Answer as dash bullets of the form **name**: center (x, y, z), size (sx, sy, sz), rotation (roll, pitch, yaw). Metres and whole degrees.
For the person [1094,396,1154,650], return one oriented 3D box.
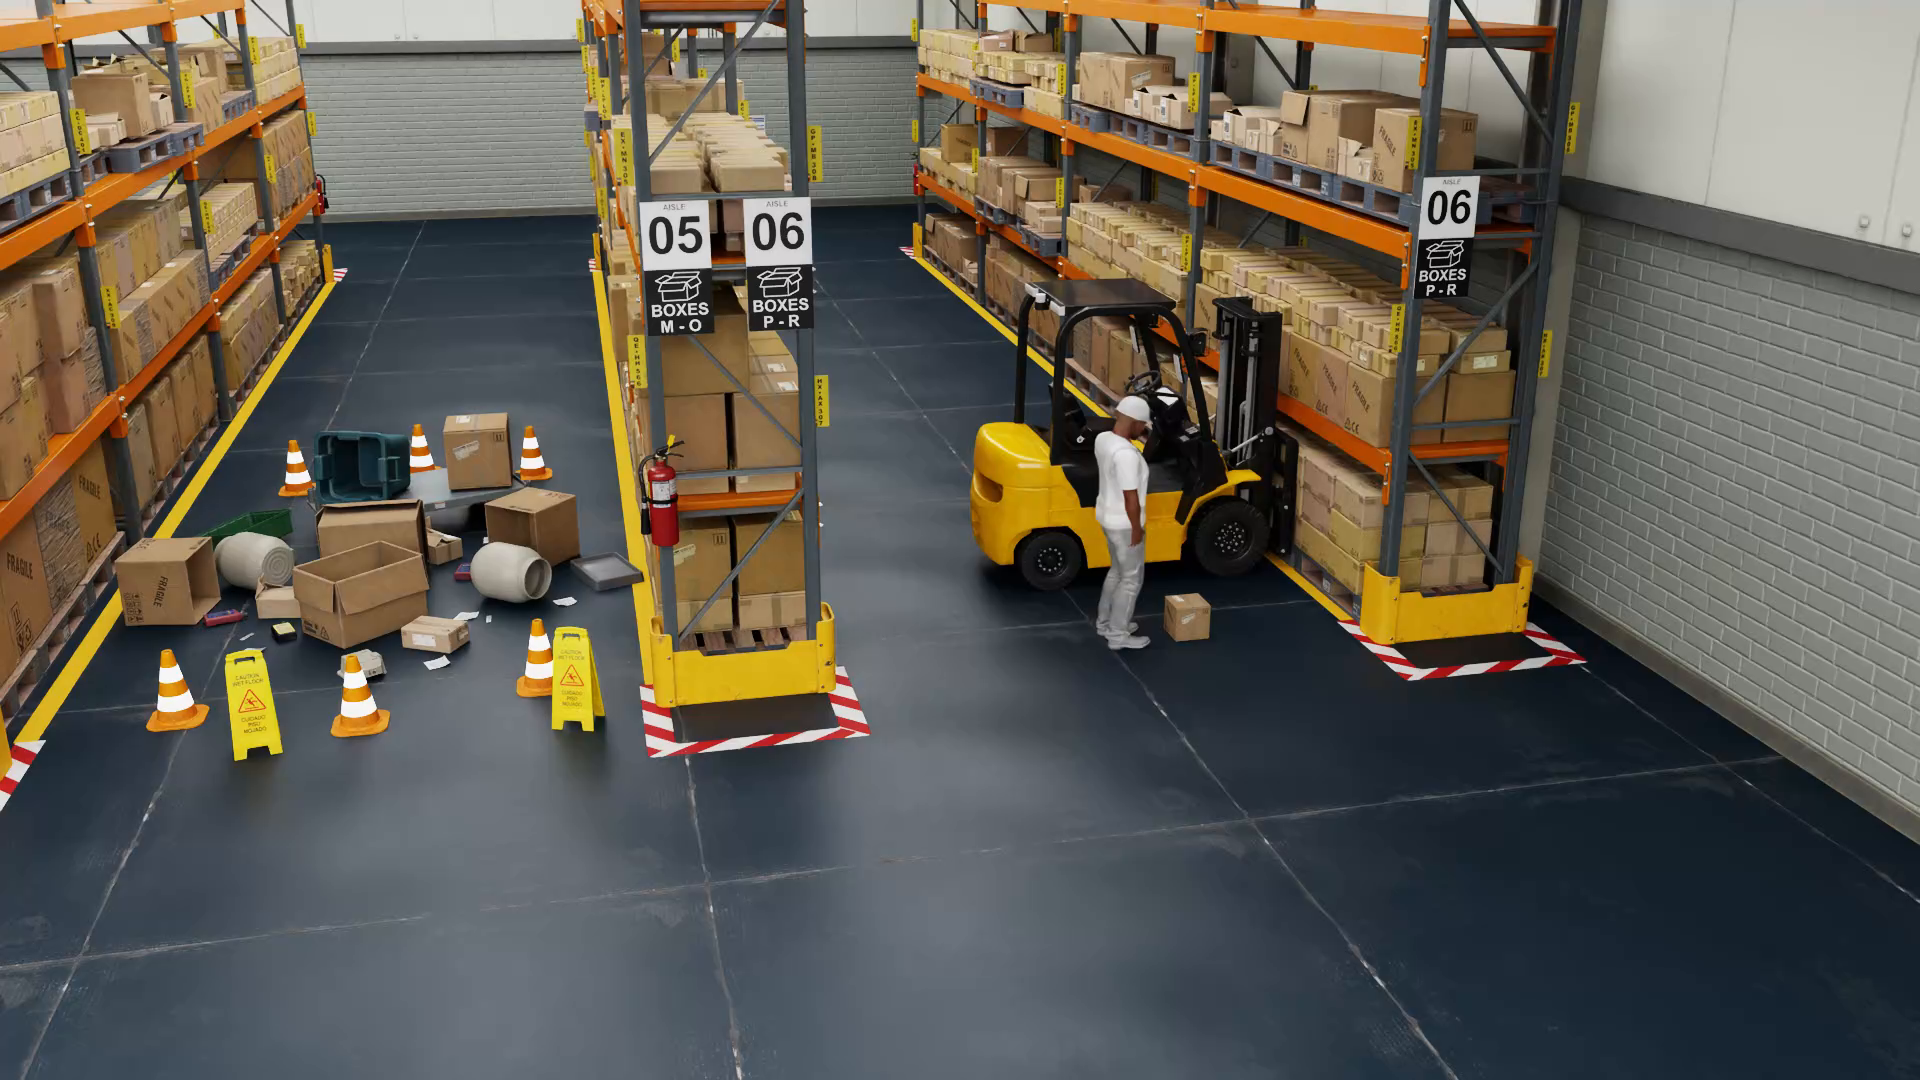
- **person**: center (1.125, -0.134, 11.433), size (0.384, 1.751, 0.573), rotation (-4, 20, -11)
